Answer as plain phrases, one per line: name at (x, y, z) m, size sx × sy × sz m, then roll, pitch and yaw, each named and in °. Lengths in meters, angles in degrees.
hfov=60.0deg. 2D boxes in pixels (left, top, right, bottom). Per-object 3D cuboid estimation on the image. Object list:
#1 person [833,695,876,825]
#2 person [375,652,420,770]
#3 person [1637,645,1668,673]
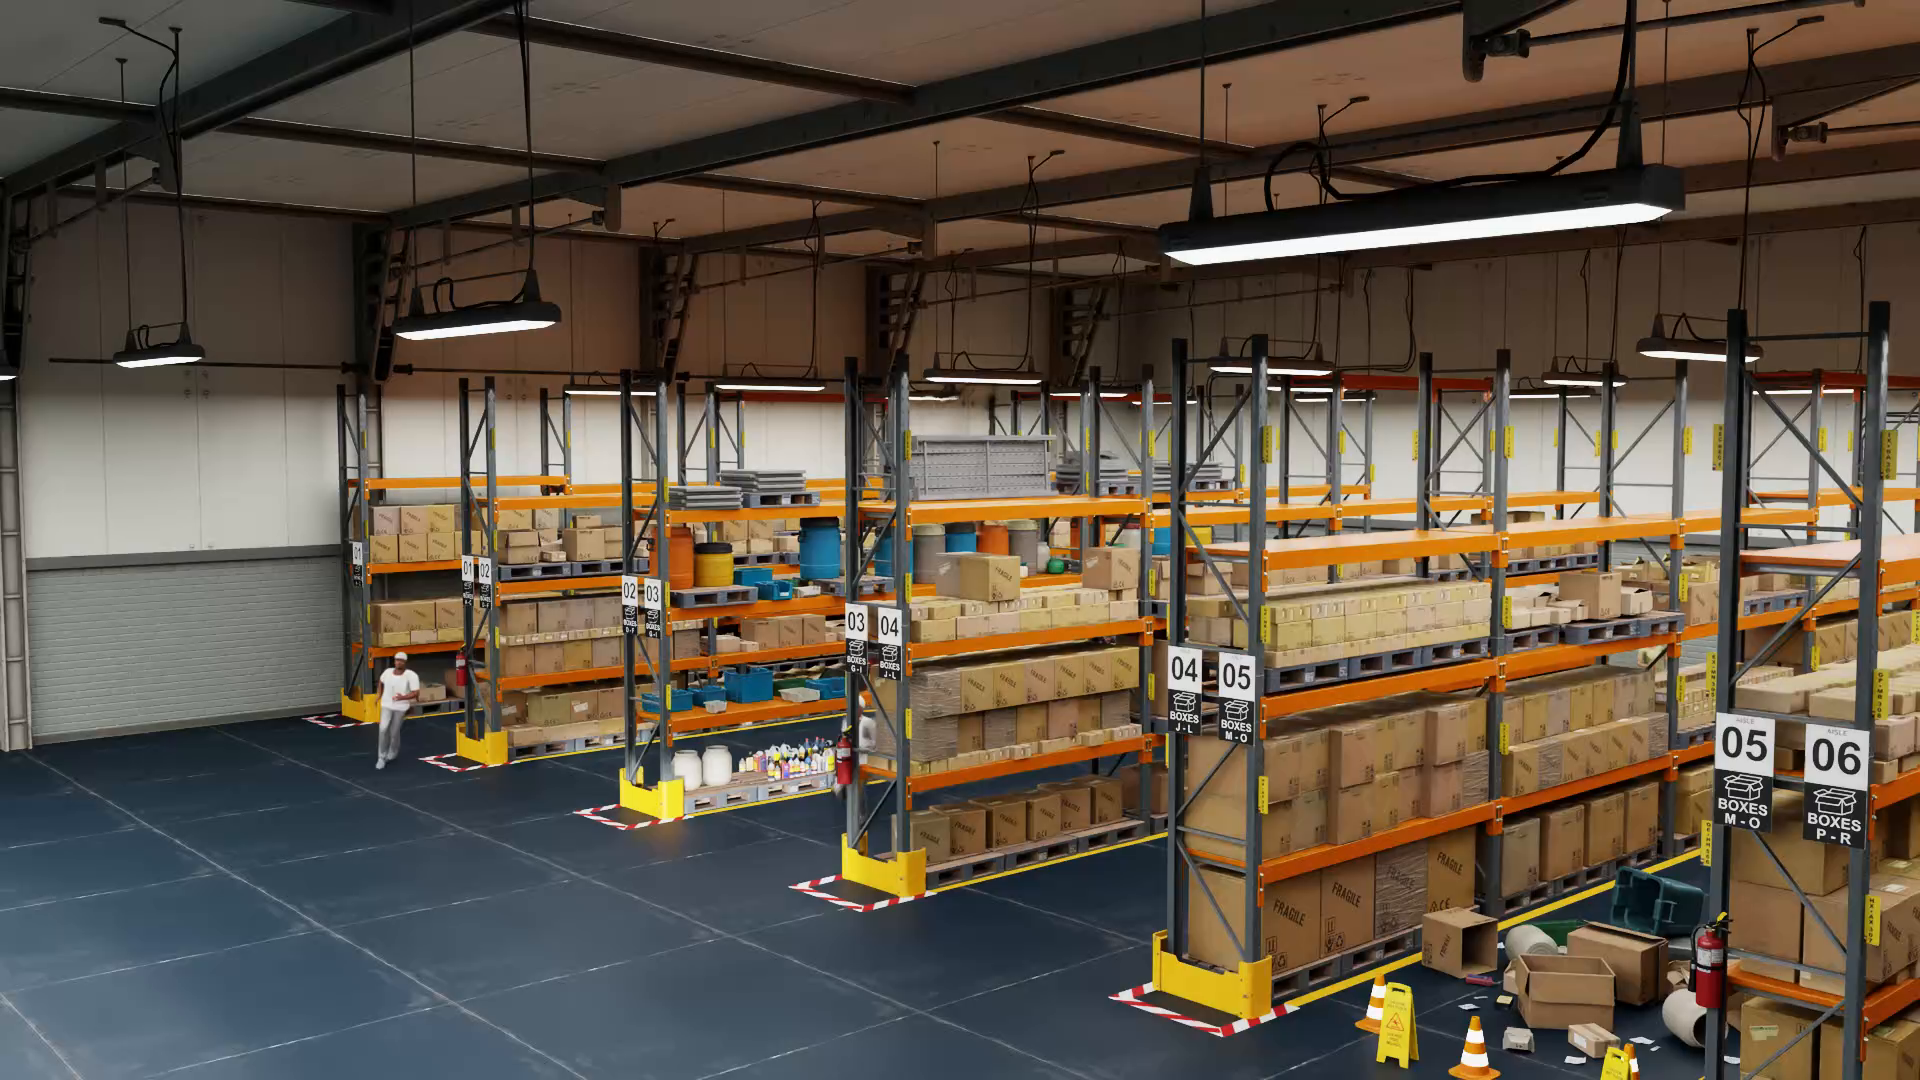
person at (-1.363, 2.874, 21.625) m, size 0.661 × 1.731 × 0.622 m, roll 2°, pitch 4°, yaw 28°
person at (-8.688, 2.597, 25.621) m, size 0.713 × 1.749 × 0.805 m, roll 0°, pitch 4°, yaw -6°
person at (12.097, 2.425, 28.968) m, size 0.582 × 1.664 × 0.872 m, roll 1°, pitch 4°, yaw 14°
